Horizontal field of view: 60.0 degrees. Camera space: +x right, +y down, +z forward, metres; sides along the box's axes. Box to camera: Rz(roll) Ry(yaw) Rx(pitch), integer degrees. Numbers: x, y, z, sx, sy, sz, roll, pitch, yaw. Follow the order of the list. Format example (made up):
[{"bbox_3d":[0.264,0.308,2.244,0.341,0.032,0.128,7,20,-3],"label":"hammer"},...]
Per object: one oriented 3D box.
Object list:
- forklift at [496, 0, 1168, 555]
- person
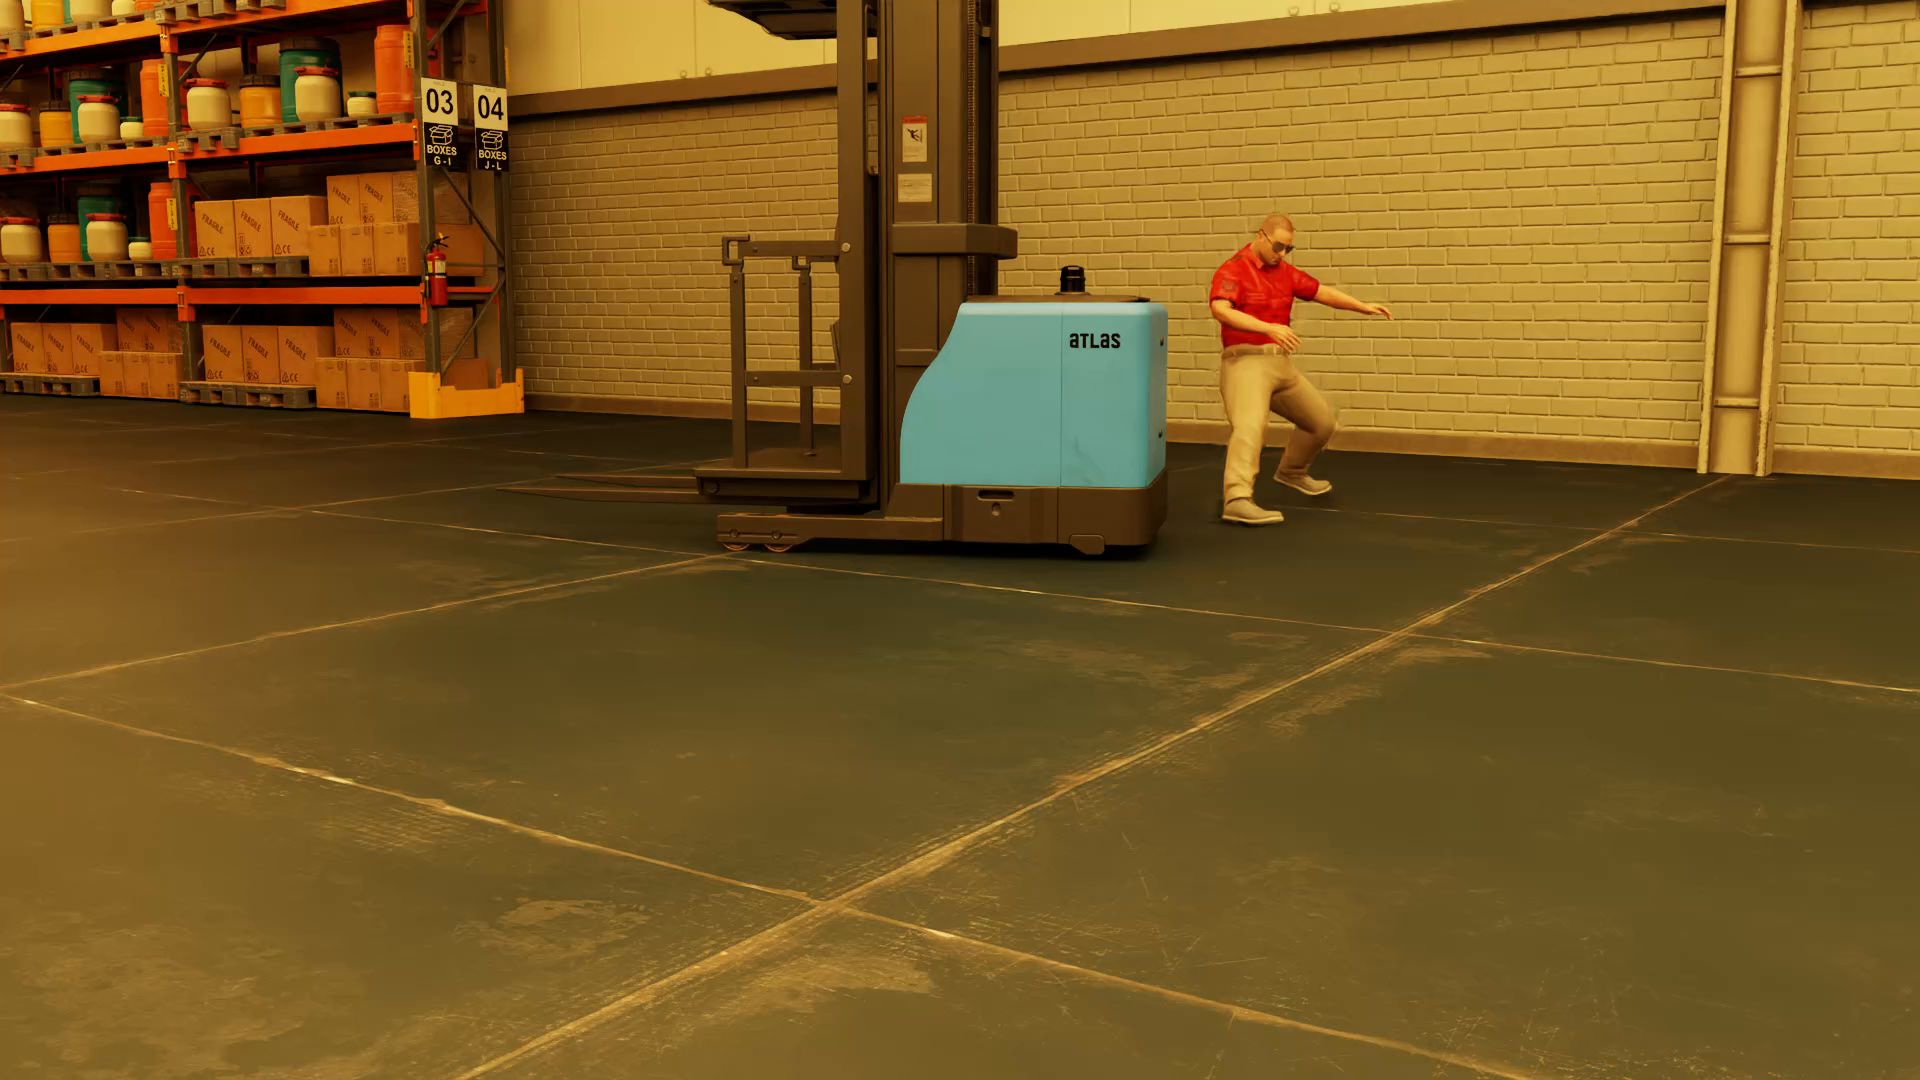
[{"bbox_3d":[-0.596,-1.469,7.520,3.031,2.935,1.130,2,8,12],"label":"forklift"},{"bbox_3d":[1.701,-0.911,8.574,1.287,1.517,0.852,-7,10,-39],"label":"person"}]
